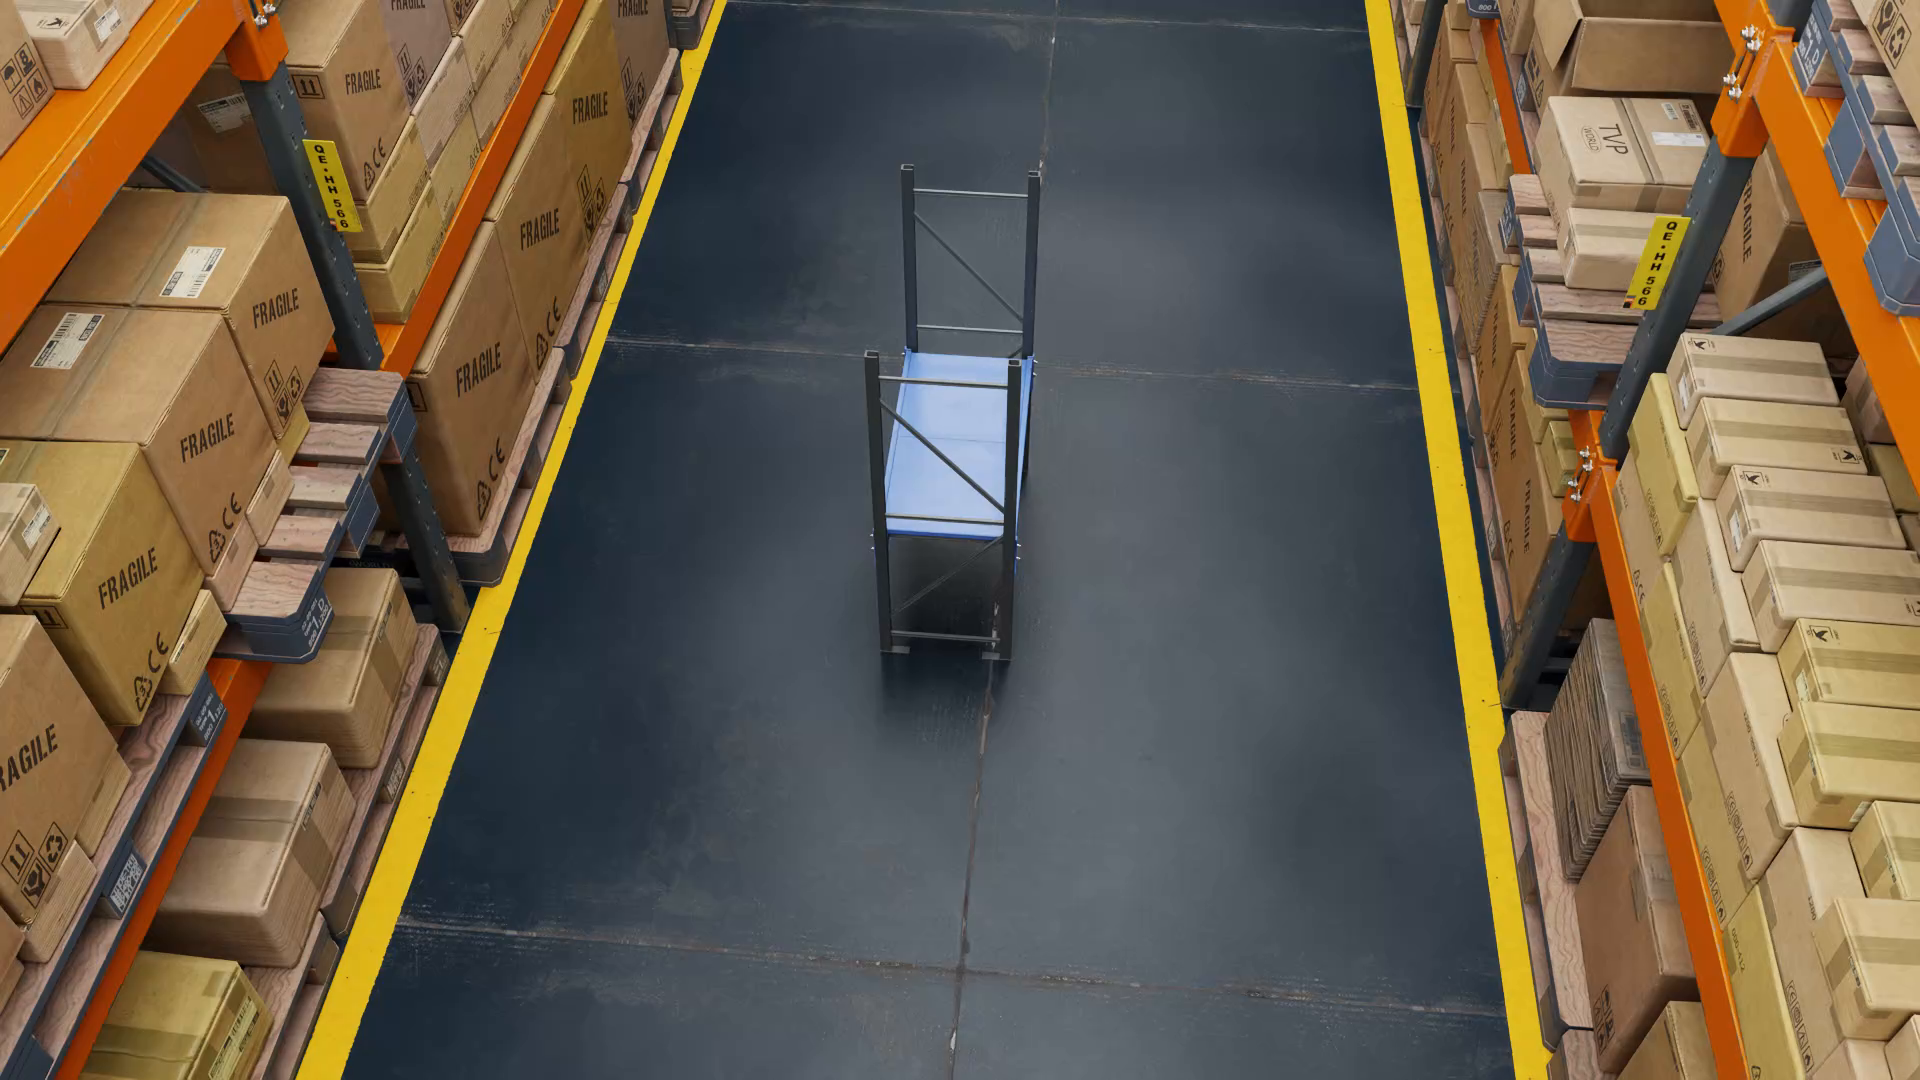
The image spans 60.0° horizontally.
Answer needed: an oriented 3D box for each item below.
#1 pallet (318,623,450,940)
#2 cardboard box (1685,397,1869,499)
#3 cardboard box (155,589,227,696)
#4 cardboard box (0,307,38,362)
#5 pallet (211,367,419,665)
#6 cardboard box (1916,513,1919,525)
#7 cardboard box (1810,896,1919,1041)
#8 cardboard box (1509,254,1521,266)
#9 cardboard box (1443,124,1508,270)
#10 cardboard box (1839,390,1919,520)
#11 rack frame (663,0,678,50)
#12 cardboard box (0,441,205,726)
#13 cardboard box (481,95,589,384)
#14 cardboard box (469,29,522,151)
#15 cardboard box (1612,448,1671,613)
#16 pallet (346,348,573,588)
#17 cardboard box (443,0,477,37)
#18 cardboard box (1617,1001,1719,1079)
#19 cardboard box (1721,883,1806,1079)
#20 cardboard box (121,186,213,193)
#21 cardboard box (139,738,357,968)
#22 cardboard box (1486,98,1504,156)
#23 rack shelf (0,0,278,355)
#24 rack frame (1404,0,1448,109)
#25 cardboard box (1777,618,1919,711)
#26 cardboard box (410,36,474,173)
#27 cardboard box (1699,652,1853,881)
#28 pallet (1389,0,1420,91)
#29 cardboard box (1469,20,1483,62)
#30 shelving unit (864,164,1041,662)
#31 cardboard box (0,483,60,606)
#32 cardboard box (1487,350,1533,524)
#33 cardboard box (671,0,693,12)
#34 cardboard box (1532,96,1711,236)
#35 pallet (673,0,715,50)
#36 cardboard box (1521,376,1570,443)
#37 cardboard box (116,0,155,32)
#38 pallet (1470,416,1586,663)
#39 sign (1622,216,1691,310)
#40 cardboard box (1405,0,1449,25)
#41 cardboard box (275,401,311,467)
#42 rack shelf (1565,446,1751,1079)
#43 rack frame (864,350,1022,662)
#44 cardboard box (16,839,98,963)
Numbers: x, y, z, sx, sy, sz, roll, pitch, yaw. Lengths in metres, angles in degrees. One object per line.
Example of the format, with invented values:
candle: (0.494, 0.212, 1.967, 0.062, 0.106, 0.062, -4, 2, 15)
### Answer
pallet: (-2.493, 0.793, 5.907, 1.003, 0.211, 1.213, 4, 48, 4)
cardboard box: (2.178, -0.233, 4.449, 0.380, 0.149, 0.250, 5, 48, 4)
cardboard box: (-2.188, 0.255, 4.395, 0.380, 0.149, 0.250, 5, 48, 4)
cardboard box: (-2.732, -0.299, 4.463, 0.500, 0.500, 0.500, 6, 48, 6)
pallet: (-2.379, -0.126, 4.989, 1.213, 0.211, 1.003, 4, 48, 4)
cardboard box: (2.698, -0.005, 4.240, 0.380, 0.149, 0.250, 4, 48, 3)
cardboard box: (2.003, 0.889, 3.423, 0.380, 0.149, 0.250, 3, 48, 2)
cardboard box: (2.465, -1.260, 6.866, 0.380, 0.149, 0.250, 2, 48, 2)
cardboard box: (2.531, -1.530, 7.552, 0.500, 0.500, 0.500, 3, 48, 2)
cardboard box: (2.759, -0.160, 4.653, 0.500, 0.250, 0.500, 5, 48, 4)
rack frame: (-2.056, -3.661, 8.092, 1.000, 3.000, 0.127, 4, 48, 4)
cardboard box: (-2.266, 0.106, 4.092, 0.500, 0.500, 0.500, 1, 48, 1)
cardboard box: (-2.189, -1.304, 7.091, 0.875, 0.875, 0.875, 4, 48, 4)
cardboard box: (-2.042, -1.778, 6.471, 0.500, 0.250, 0.500, 5, 48, 5)
cardboard box: (2.239, -0.031, 4.873, 0.500, 0.250, 0.500, 4, 48, 4)
pallet: (-2.273, -0.355, 6.958, 1.003, 0.211, 1.213, 4, 48, 4)
cardboard box: (-2.034, -2.183, 5.995, 0.500, 0.500, 0.500, 5, 48, 5)
cardboard box: (2.340, 1.702, 4.512, 0.875, 0.625, 0.625, 2, 48, 2)
cardboard box: (2.100, 1.099, 3.840, 0.500, 0.250, 0.500, 5, 48, 5)
cardboard box: (-2.629, -1.213, 5.616, 0.500, 0.250, 0.500, 4, 48, 3)
cardboard box: (-2.541, 0.980, 5.343, 0.950, 0.372, 0.625, 3, 48, 3)
cardboard box: (2.558, -1.820, 7.378, 0.380, 0.149, 0.250, 4, 48, 3)
rack shelf: (-2.602, -0.022, 3.218, 1.077, 0.370, 4.000, 4, 48, 4)
rack frame: (2.888, -3.330, 7.789, 1.000, 3.000, 0.127, 4, 48, 4)
cardboard box: (2.176, 0.337, 3.927, 0.380, 0.149, 0.250, 4, 48, 4)
cardboard box: (-2.080, -1.576, 5.947, 0.500, 0.250, 0.500, 5, 48, 4)
cardboard box: (2.127, 0.552, 4.001, 0.500, 0.250, 0.500, 3, 48, 3)
pallet: (2.951, -2.894, 9.280, 1.003, 0.211, 1.213, 4, 48, 4)
cardboard box: (2.642, -2.393, 7.902, 0.380, 0.149, 0.250, 3, 48, 2)
shelving unit: (-0.008, -0.443, 6.165, 0.538, 1.500, 1.048, 4, 48, 4)
cardboard box: (-2.288, 0.004, 3.746, 0.380, 0.149, 0.250, 2, 48, 2)
cardboard box: (2.404, -0.381, 6.501, 0.500, 0.500, 0.500, 3, 48, 3)
cardboard box: (-1.891, -3.393, 9.298, 0.875, 0.438, 0.875, 3, 48, 3)
cardboard box: (2.297, -1.279, 5.730, 0.500, 0.250, 0.500, 2, 48, 2)
pallet: (-1.908, -3.274, 9.627, 1.003, 0.211, 1.213, 4, 48, 4)
cardboard box: (2.310, -0.491, 6.162, 0.380, 0.149, 0.250, 2, 48, 2)
cardboard box: (-2.240, -1.404, 4.165, 0.380, 0.149, 0.250, 4, 48, 4)
pallet: (2.629, 0.004, 6.629, 1.003, 0.211, 1.213, 4, 48, 4)
sign: (1.982, -0.785, 4.730, 0.100, 0.325, 0.005, 4, 48, 4)
cardboard box: (2.646, -2.939, 9.079, 0.380, 0.149, 0.250, 3, 48, 2)
cardboard box: (-2.168, -0.320, 4.922, 0.380, 0.149, 0.250, 5, 48, 4)
rack shelf: (2.341, 1.322, 4.022, 1.077, 0.370, 4.000, 4, 48, 4)
rack frame: (-0.054, -0.070, 5.824, 0.500, 1.500, 0.032, 4, 48, 4)
cardboard box: (-2.273, 0.820, 3.879, 0.380, 0.149, 0.250, 6, 48, 5)
